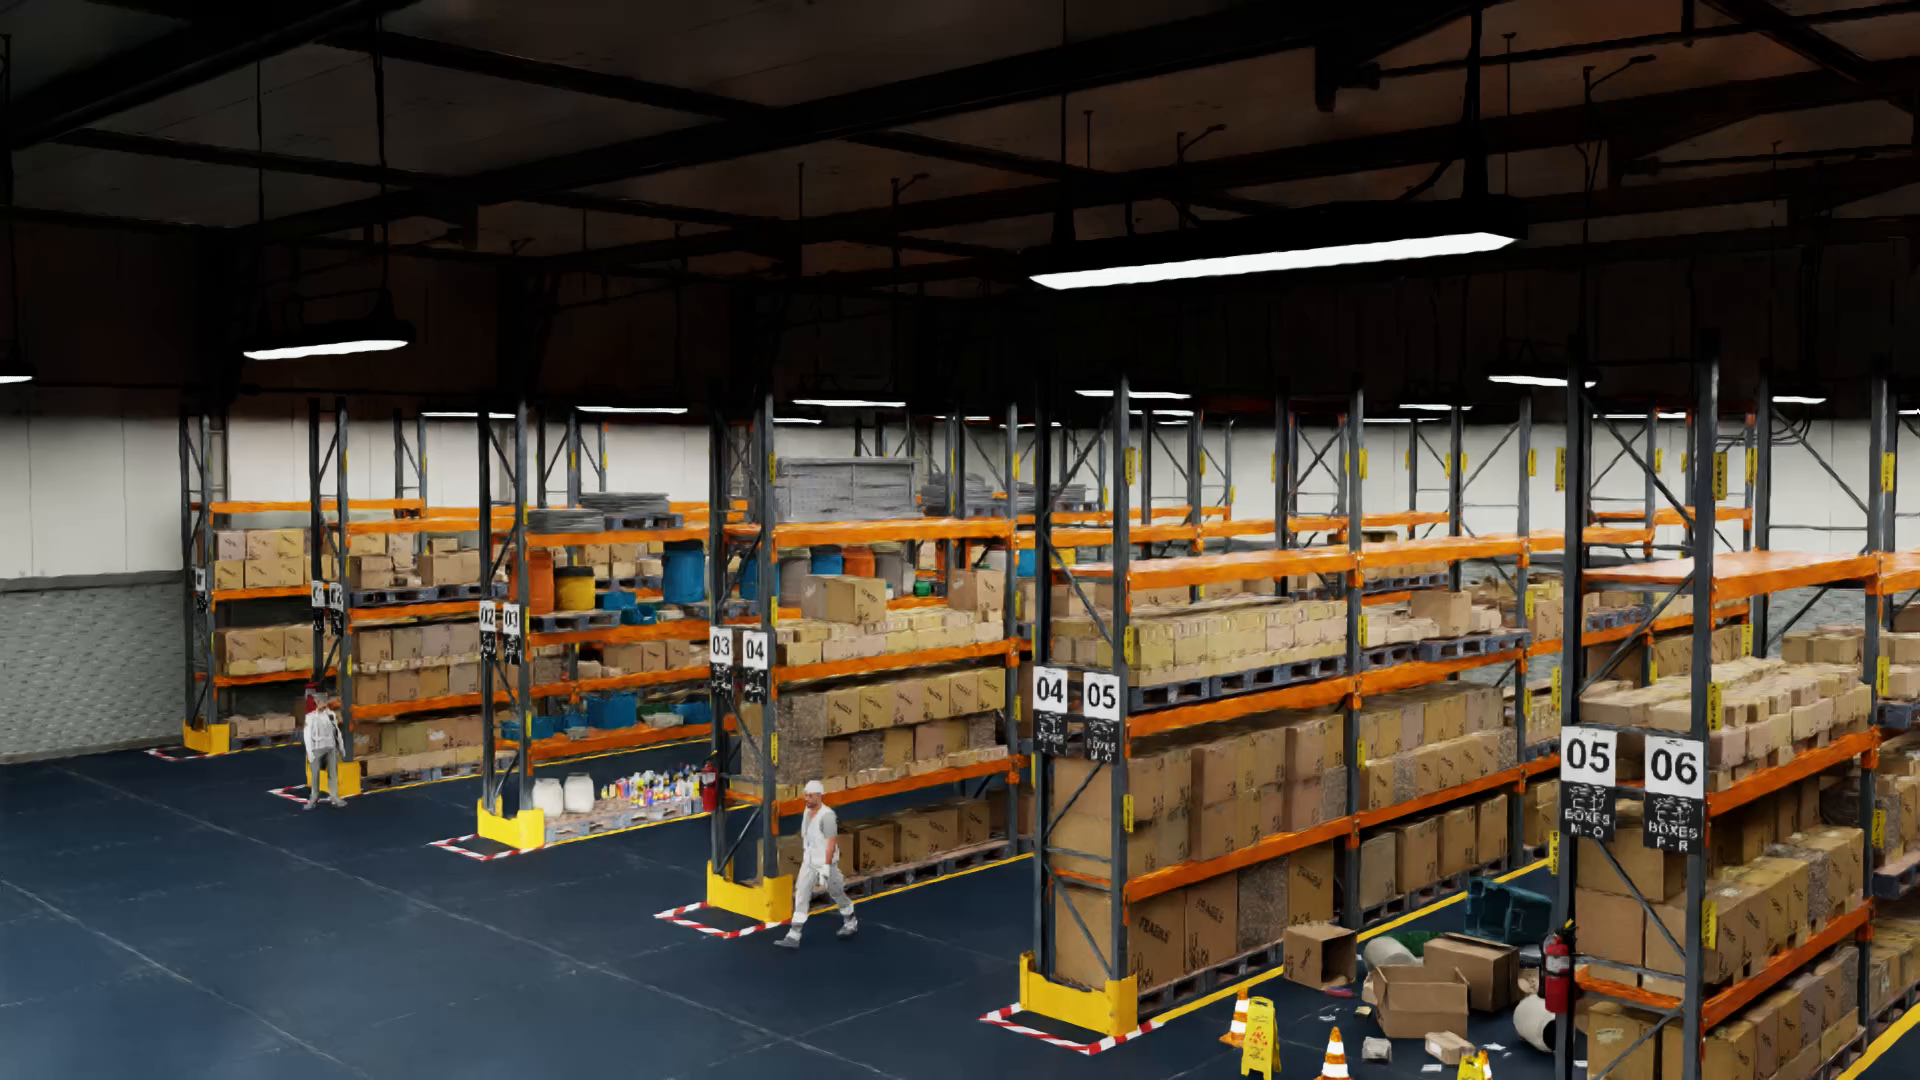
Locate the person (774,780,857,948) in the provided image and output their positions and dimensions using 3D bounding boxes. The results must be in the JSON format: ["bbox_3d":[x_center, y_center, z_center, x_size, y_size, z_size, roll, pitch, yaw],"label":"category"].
[{"bbox_3d":[-1.487,3.376,17.420,0.564,1.736,1.042,3,4,42],"label":"person"}]

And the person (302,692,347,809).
[{"bbox_3d":[-9.235,3.040,24.127,0.609,1.680,0.365,-2,4,-39],"label":"person"}]
